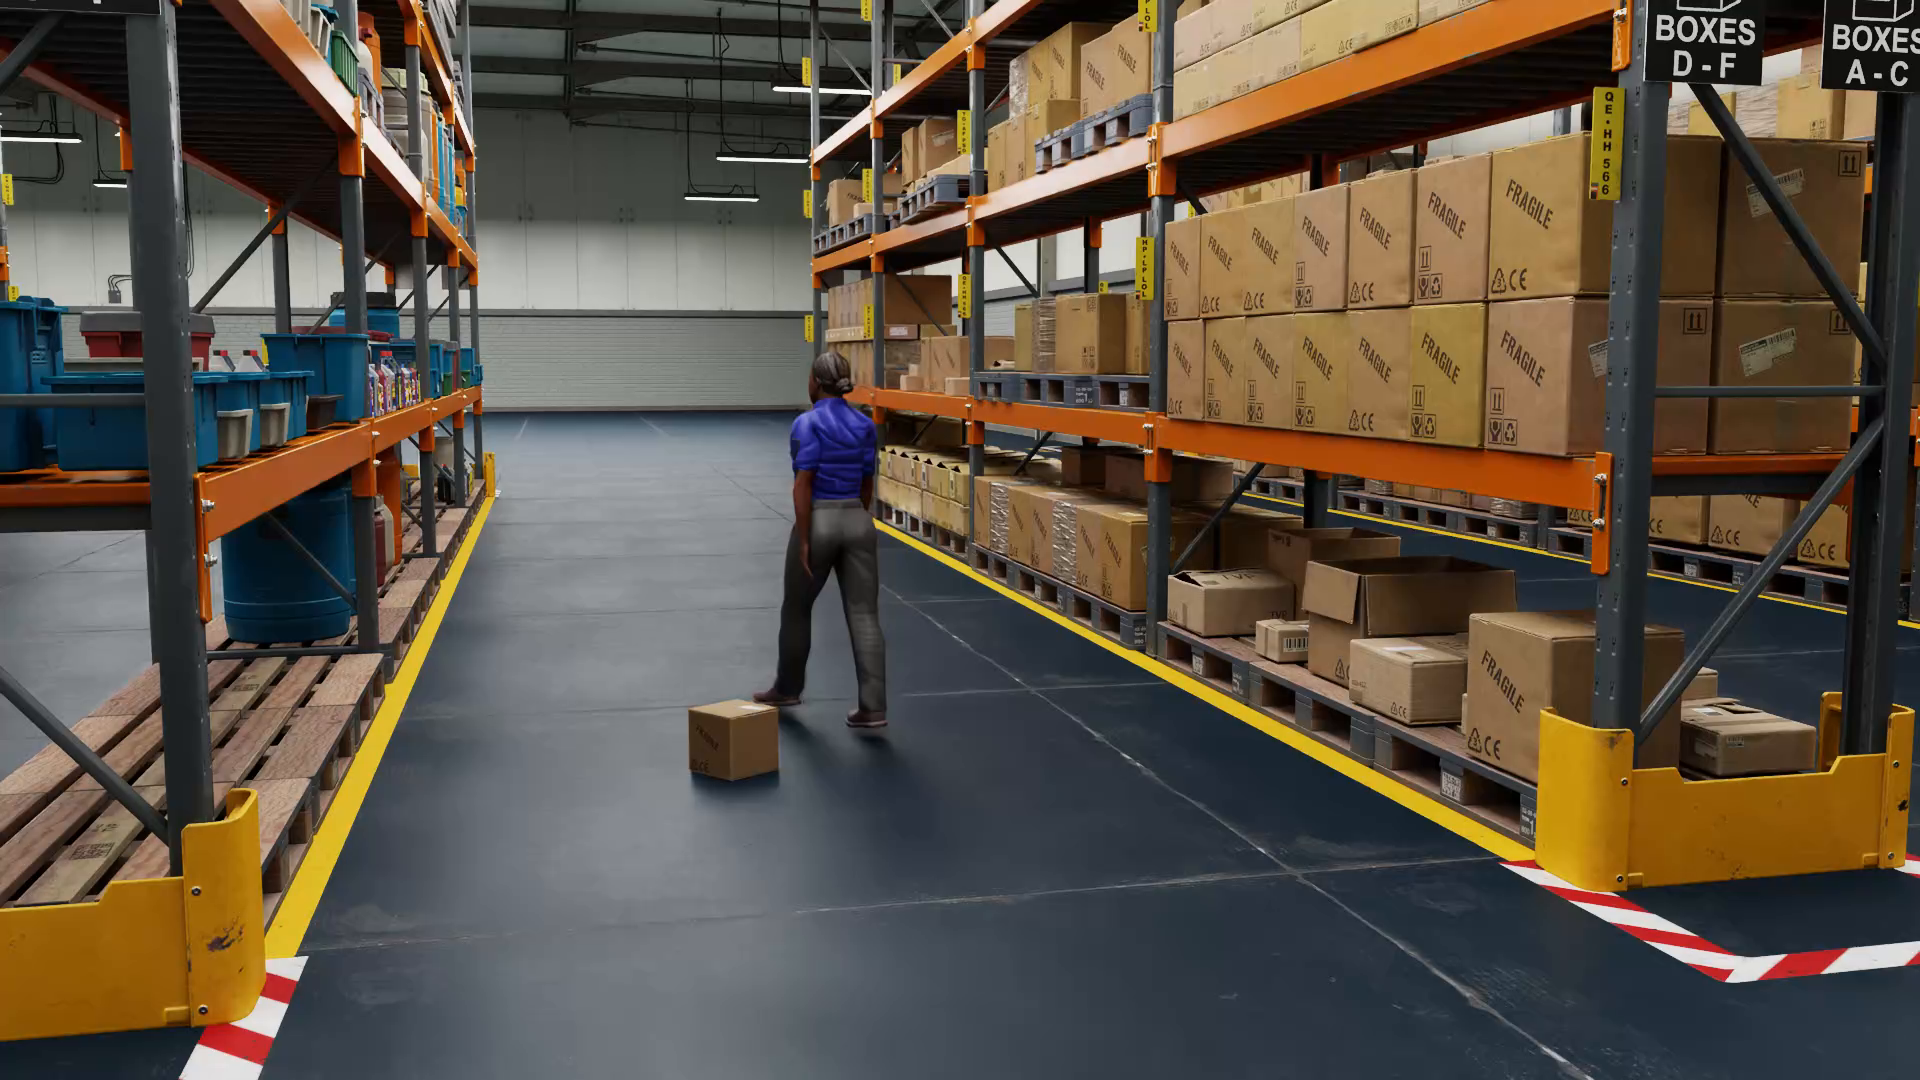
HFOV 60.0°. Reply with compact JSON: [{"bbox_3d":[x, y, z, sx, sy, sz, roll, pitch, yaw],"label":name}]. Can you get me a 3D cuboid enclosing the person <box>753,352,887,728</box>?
[{"bbox_3d":[-0.573,-0.018,7.301,0.443,1.608,0.906,-3,7,-28],"label":"person"}]
